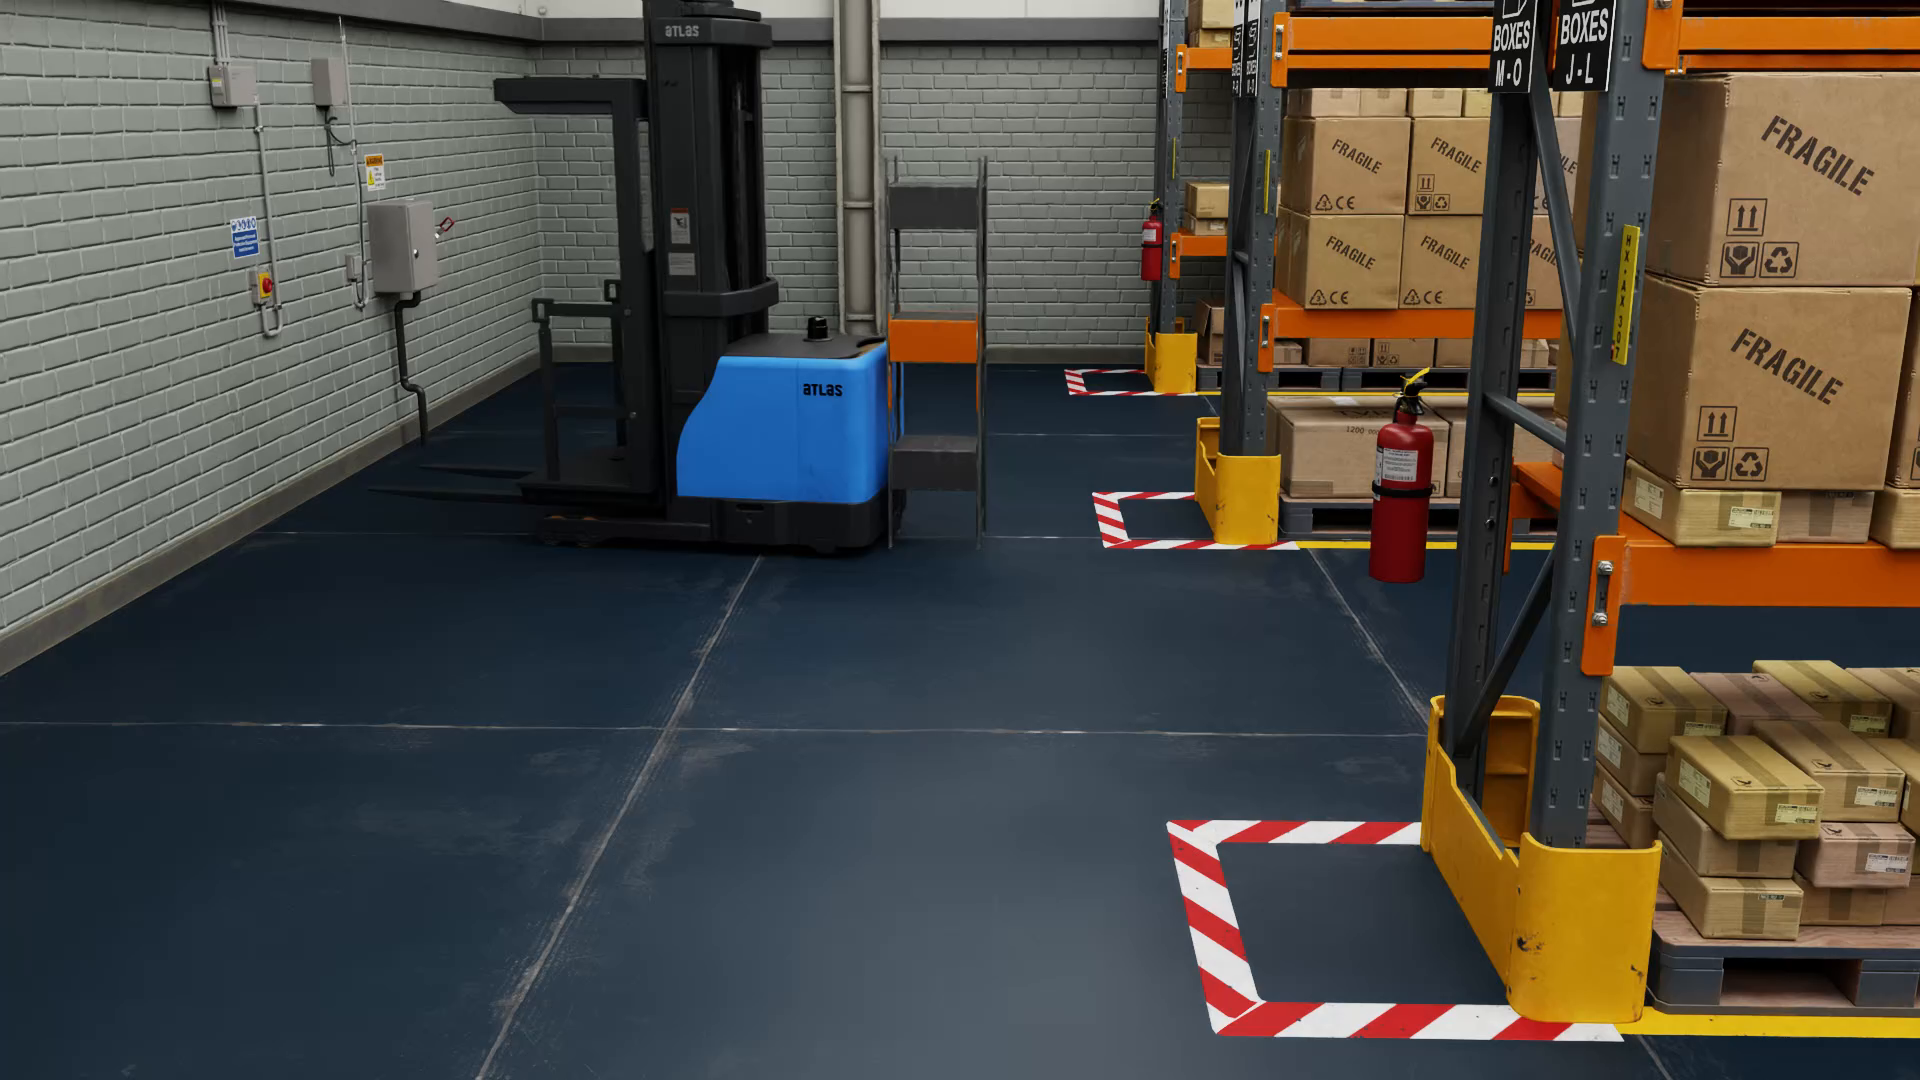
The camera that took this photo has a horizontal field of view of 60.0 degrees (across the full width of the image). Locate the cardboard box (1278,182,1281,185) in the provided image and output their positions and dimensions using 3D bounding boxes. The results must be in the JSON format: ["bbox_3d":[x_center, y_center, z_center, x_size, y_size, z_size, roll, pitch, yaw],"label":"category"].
[{"bbox_3d":[2.740,-2.970,14.427,0.500,0.250,0.500,0,15,2],"label":"cardboard box"}]

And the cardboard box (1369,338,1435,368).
[{"bbox_3d":[3.747,-1.759,14.205,0.500,0.500,0.500,1,15,2],"label":"cardboard box"}]

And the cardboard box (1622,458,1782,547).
[{"bbox_3d":[1.925,-0.101,4.337,0.250,0.149,0.380,0,15,1],"label":"cardboard box"}]

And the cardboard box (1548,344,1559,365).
[{"bbox_3d":[5.193,-1.565,14.156,0.250,0.149,0.380,0,15,0],"label":"cardboard box"}]

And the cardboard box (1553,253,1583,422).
[{"bbox_3d":[2.066,-0.563,4.817,0.500,0.500,0.500,1,15,3],"label":"cardboard box"}]

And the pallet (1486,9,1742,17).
[{"bbox_3d":[3.600,-2.970,9.010,1.213,0.211,1.003,0,15,1],"label":"pallet"}]

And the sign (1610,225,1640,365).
[{"bbox_3d":[1.596,-0.589,3.995,0.005,0.325,0.100,0,15,1],"label":"sign"}]

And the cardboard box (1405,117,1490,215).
[{"bbox_3d":[2.625,-2.026,8.983,0.500,0.500,0.500,0,15,0],"label":"cardboard box"}]

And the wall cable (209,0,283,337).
[{"bbox_3d":[-4.002,-2.109,9.400,0.123,1.953,0.585,0,15,1],"label":"wall cable"}]

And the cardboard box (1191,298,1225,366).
[{"bbox_3d":[2.367,-1.805,14.373,0.637,0.503,0.797,0,15,-1],"label":"cardboard box"}]

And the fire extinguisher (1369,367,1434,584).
[{"bbox_3d":[1.370,-0.210,5.139,0.183,0.674,0.296,0,15,1],"label":"fire extinguisher"}]

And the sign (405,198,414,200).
[{"bbox_3d":[-3.997,-2.218,12.055,0.001,0.494,0.329,0,15,1],"label":"sign"}]

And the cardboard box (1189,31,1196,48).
[{"bbox_3d":[2.084,-4.223,14.080,0.250,0.149,0.380,1,15,3],"label":"cardboard box"}]

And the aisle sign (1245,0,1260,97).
[{"bbox_3d":[1.556,-2.755,8.807,0.004,0.787,0.394,0,15,1],"label":"aisle sign"}]

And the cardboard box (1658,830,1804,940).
[{"bbox_3d":[2.125,0.952,4.617,0.250,0.149,0.380,1,15,3],"label":"cardboard box"}]

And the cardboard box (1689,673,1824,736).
[{"bbox_3d":[2.395,0.534,5.034,0.250,0.149,0.380,1,15,3],"label":"cardboard box"}]

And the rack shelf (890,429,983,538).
[{"bbox_3d":[-0.121,-0.320,9.233,0.480,0.518,0.431,2,15,6],"label":"rack shelf"}]

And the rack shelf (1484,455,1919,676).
[{"bbox_3d":[3.609,0.052,4.672,4.000,0.370,1.077,0,15,1],"label":"rack shelf"}]

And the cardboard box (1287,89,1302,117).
[{"bbox_3d":[1.999,-2.466,9.378,0.250,0.149,0.380,1,15,2],"label":"cardboard box"}]

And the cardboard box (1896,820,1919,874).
[{"bbox_3d":[2.646,0.787,4.659,0.250,0.149,0.380,1,15,2],"label":"cardboard box"}]

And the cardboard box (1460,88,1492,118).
[{"bbox_3d":[2.767,-2.333,8.873,0.250,0.149,0.380,0,15,0],"label":"cardboard box"}]

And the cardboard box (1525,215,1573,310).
[{"bbox_3d":[3.122,-1.539,9.099,0.500,0.500,0.500,0,15,1],"label":"cardboard box"}]

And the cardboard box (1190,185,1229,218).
[{"bbox_3d":[2.205,-2.837,13.924,0.500,0.250,0.500,0,15,2],"label":"cardboard box"}]

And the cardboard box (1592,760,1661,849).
[{"bbox_3d":[2.141,0.817,5.128,0.250,0.149,0.380,1,15,2],"label":"cardboard box"}]

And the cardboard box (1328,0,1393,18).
[{"bbox_3d":[3.215,-4.282,13.521,0.500,0.250,0.500,0,15,0],"label":"cardboard box"}]

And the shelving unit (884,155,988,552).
[{"bbox_3d":[-0.121,-1.010,9.051,0.503,2.100,0.431,2,15,6],"label":"shelving unit"}]

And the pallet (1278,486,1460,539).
[{"bbox_3d":[2.437,-0.238,9.828,1.213,0.211,1.003,0,15,1],"label":"pallet"}]

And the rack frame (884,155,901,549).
[{"bbox_3d":[-0.364,-1.016,9.075,0.015,2.100,0.400,2,15,6],"label":"rack frame"}]

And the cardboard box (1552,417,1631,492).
[{"bbox_3d":[1.943,-0.257,4.927,0.250,0.149,0.380,0,15,1],"label":"cardboard box"}]

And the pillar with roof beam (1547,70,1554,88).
[{"bbox_3d":[4.974,-4.849,10.078,0.400,9.000,9.100,0,15,1],"label":"pillar with roof beam"}]

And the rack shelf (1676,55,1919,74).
[{"bbox_3d":[7.756,-3.901,13.776,4.000,0.370,1.077,0,15,1],"label":"rack shelf"}]

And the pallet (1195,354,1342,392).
[{"bbox_3d":[2.631,-1.484,14.550,1.213,0.211,1.003,0,15,1],"label":"pallet"}]

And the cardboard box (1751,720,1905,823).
[{"bbox_3d":[2.404,0.640,4.632,0.250,0.149,0.380,1,15,2],"label":"cardboard box"}]

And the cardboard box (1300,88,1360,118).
[{"bbox_3d":[1.983,-2.344,8.917,0.250,0.149,0.380,1,15,3],"label":"cardboard box"}]

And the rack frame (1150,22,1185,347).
[{"bbox_3d":[1.758,-2.837,14.215,0.127,3.000,1.000,0,15,1],"label":"rack frame"}]

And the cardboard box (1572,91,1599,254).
[{"bbox_3d":[2.074,-1.045,4.680,0.500,0.500,0.500,0,15,0],"label":"cardboard box"}]

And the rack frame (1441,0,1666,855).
[{"bbox_3d":[1.610,-0.309,4.630,0.127,3.000,1.000,0,15,1],"label":"rack frame"}]

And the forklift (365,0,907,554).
[{"bbox_3d":[-1.882,-1.506,9.304,3.031,2.935,1.130,3,15,11],"label":"forklift"}]

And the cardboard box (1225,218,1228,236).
[{"bbox_3d":[2.335,-2.654,14.012,0.250,0.149,0.380,1,15,3],"label":"cardboard box"}]

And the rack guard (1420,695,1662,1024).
[{"bbox_3d":[1.686,0.901,4.947,0.348,0.500,1.175,0,15,1],"label":"rack guard"}]
